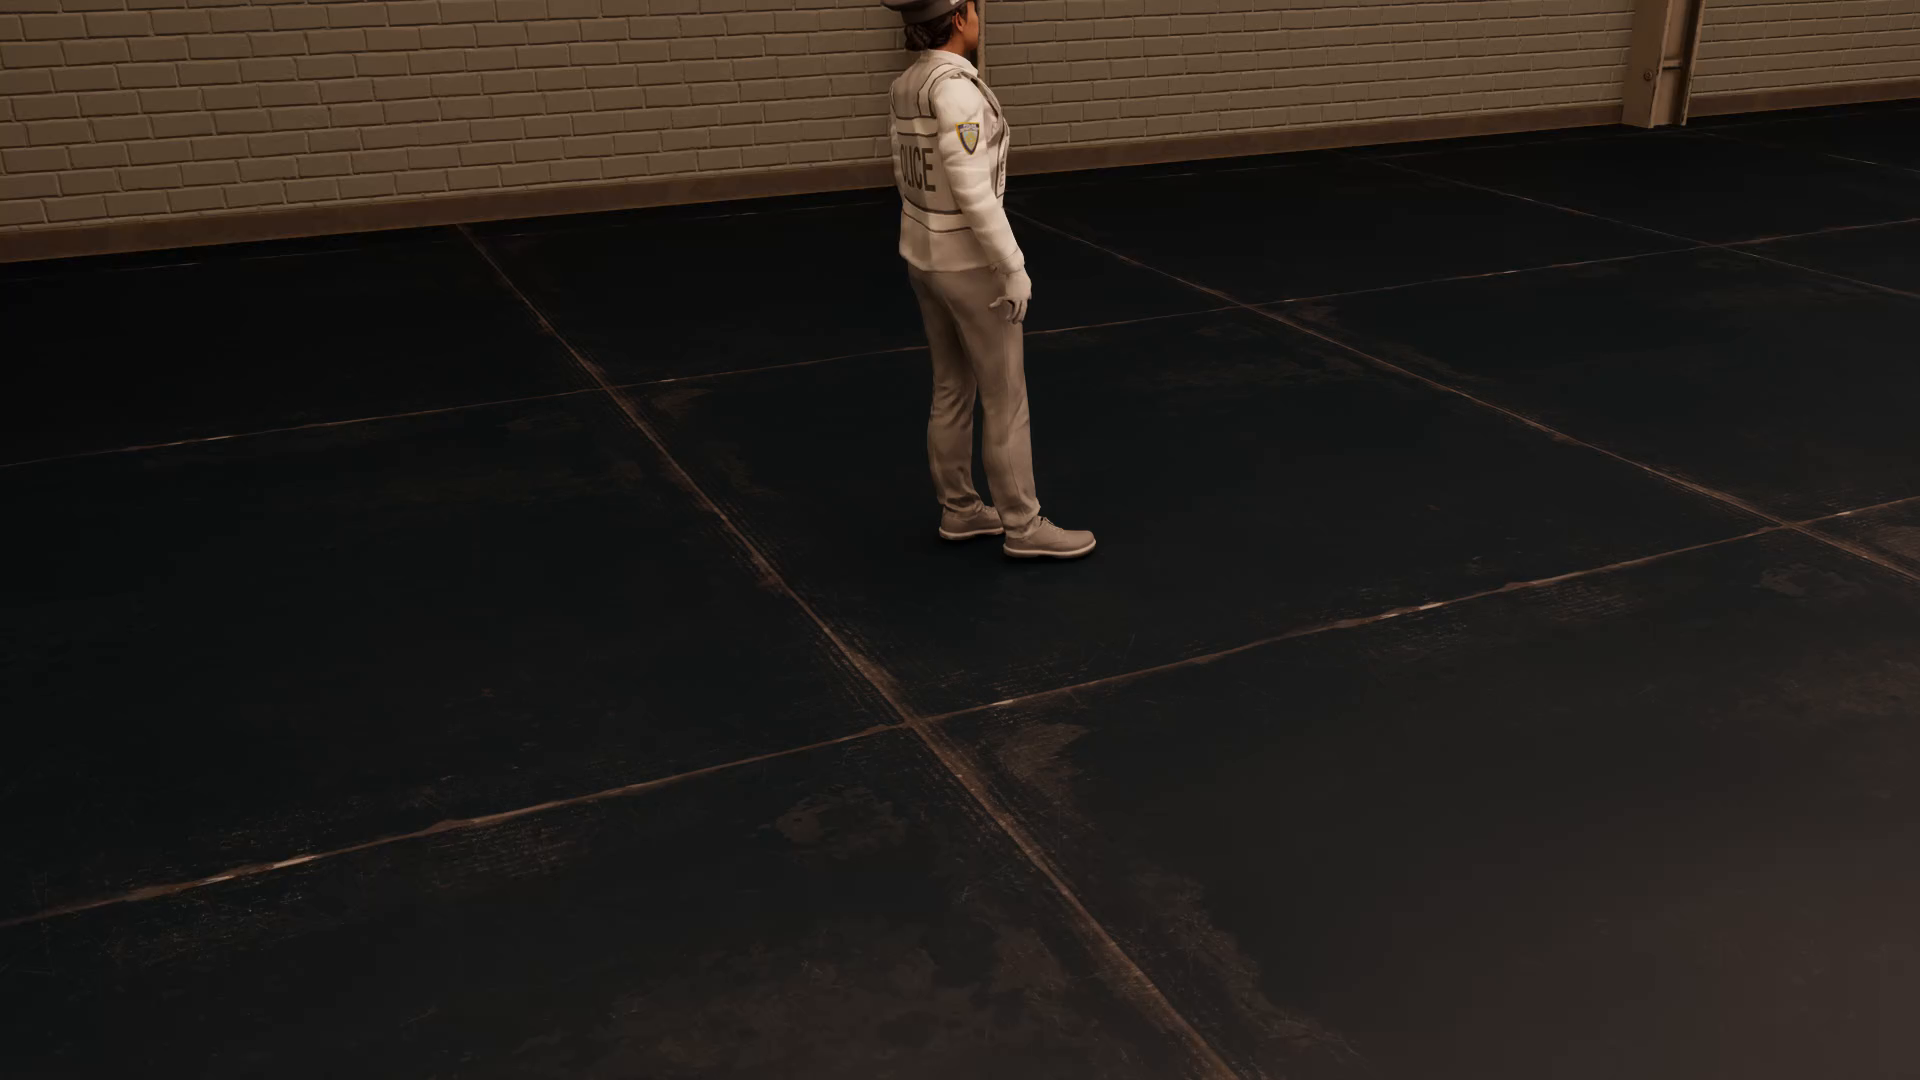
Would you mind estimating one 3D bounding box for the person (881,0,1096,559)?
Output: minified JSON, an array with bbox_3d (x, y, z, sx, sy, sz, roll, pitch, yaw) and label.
[{"bbox_3d":[0.065,-0.798,4.800,0.531,1.695,0.587,-10,25,-23],"label":"person"}]
